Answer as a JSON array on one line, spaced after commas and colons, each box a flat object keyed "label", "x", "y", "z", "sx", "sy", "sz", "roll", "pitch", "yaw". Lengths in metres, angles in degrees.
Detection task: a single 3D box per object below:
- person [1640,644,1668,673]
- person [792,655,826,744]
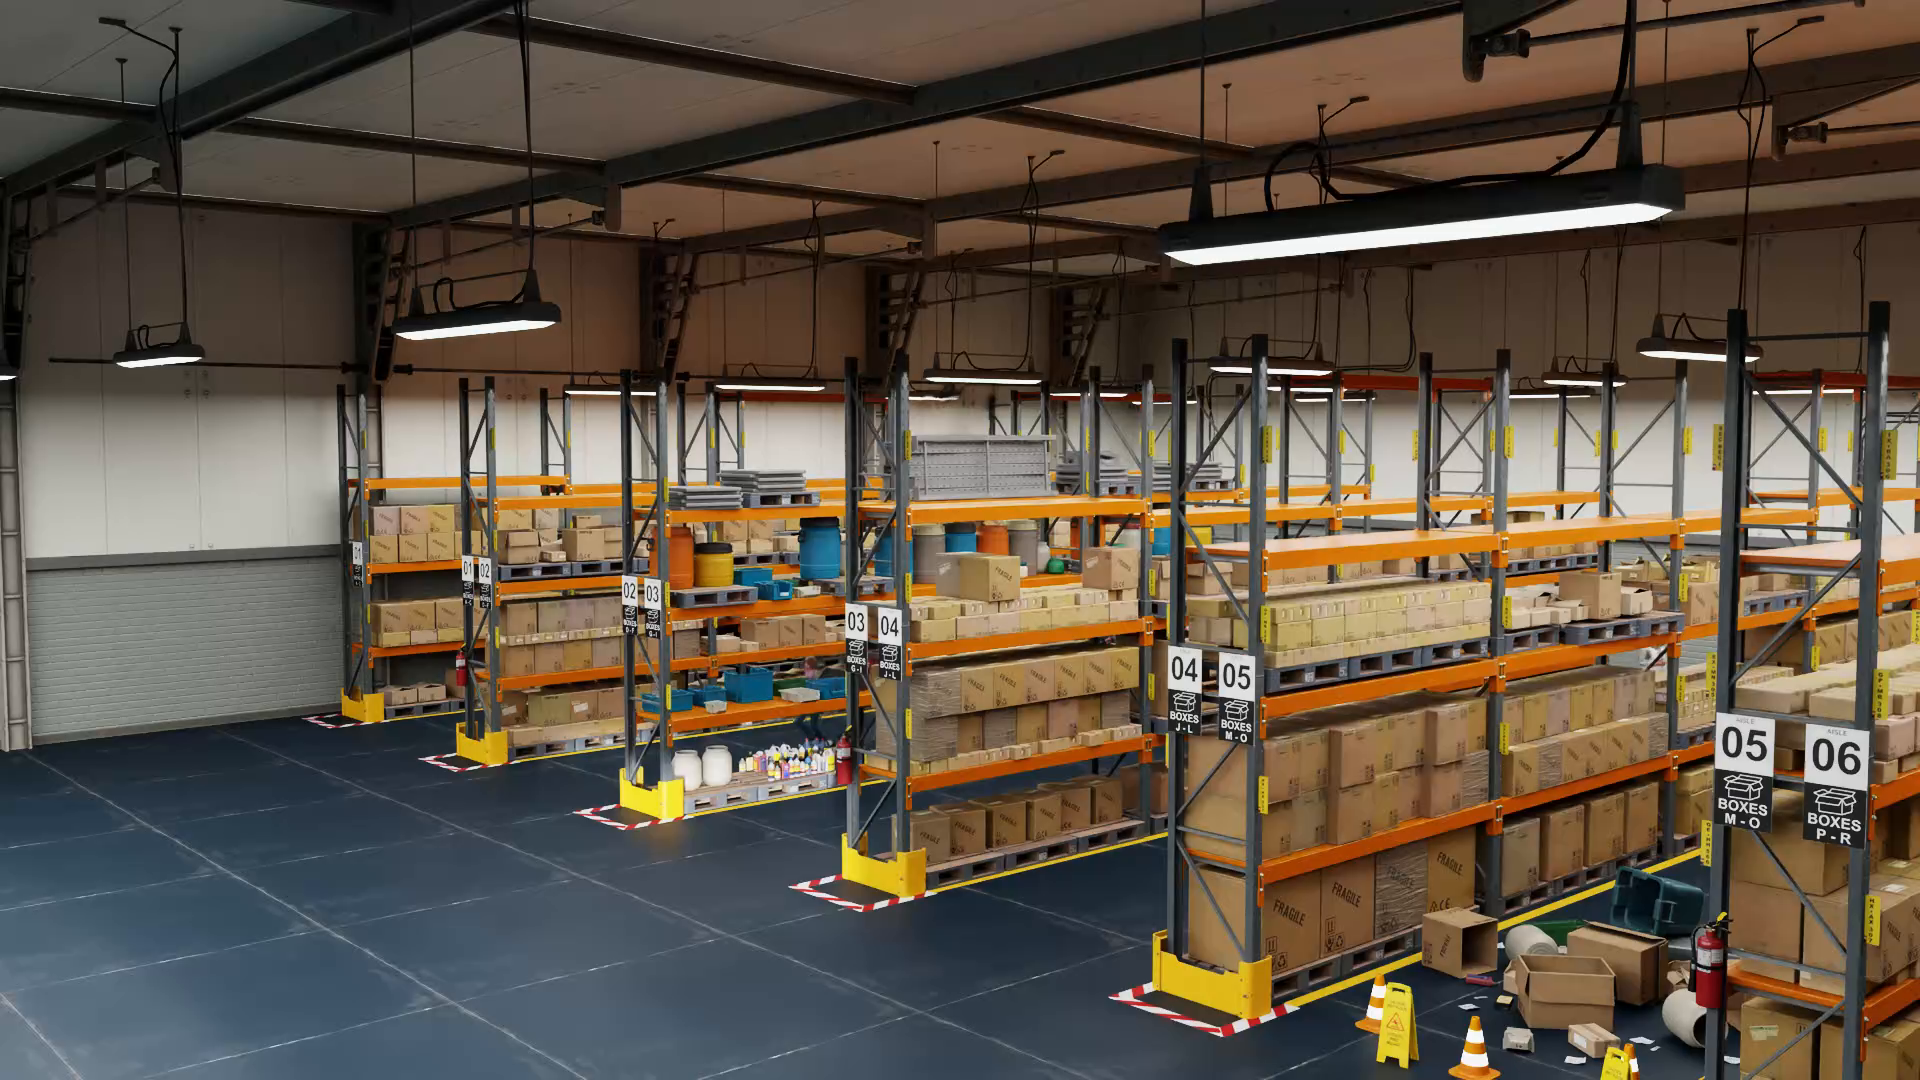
[{"label": "person", "x": 12.368, "y": 2.391, "z": 29.439, "sx": 0.812, "sy": 1.722, "sz": 0.717, "roll": -1, "pitch": 4, "yaw": -11}, {"label": "person", "x": -2.418, "y": 2.627, "z": 26.565, "sx": 0.658, "sy": 1.592, "sz": 0.534, "roll": -3, "pitch": 5, "yaw": -38}]
